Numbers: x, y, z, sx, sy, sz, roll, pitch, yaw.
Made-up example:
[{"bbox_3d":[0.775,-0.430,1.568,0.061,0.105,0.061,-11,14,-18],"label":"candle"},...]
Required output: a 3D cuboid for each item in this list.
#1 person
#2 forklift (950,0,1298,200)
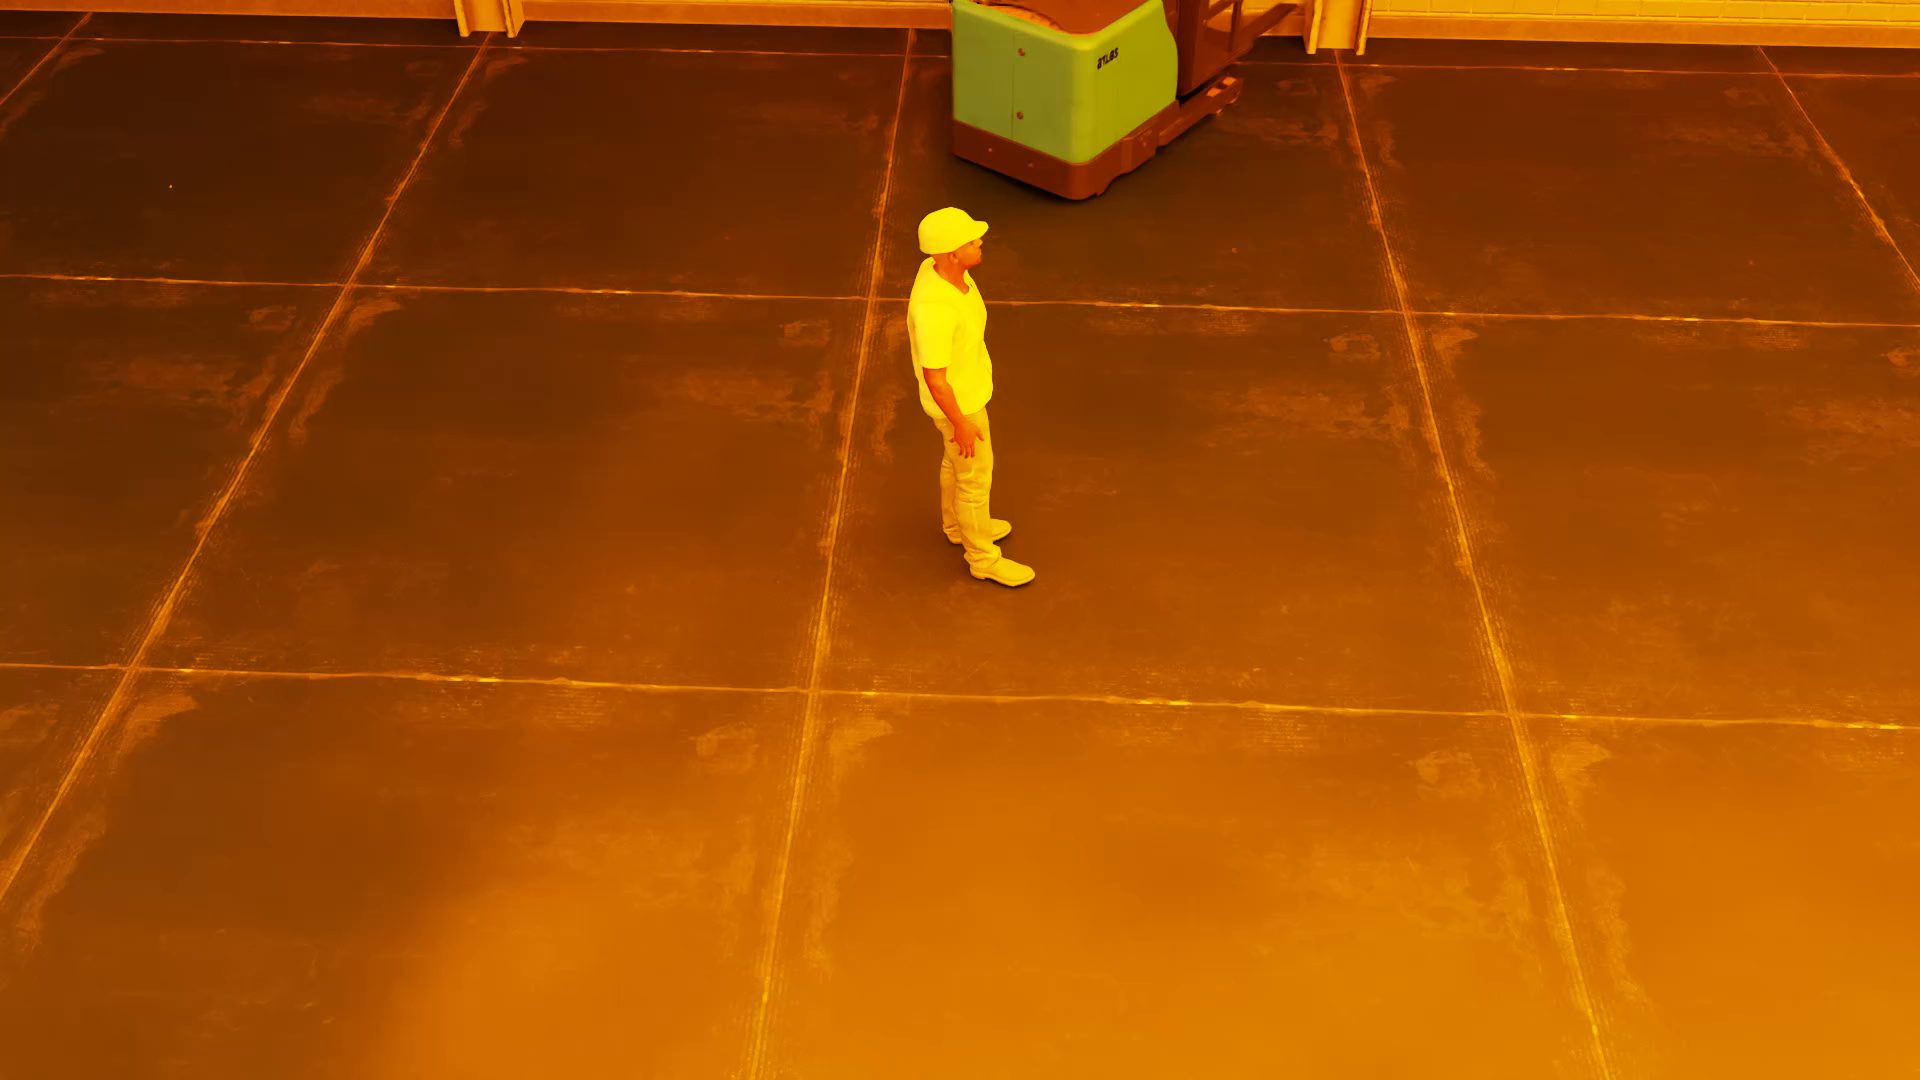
[{"bbox_3d":[0.069,-0.651,7.309,0.577,1.765,0.665,2,42,2],"label":"person"},{"bbox_3d":[1.232,-4.083,10.215,1.130,2.935,3.031,27,49,27],"label":"forklift"}]
